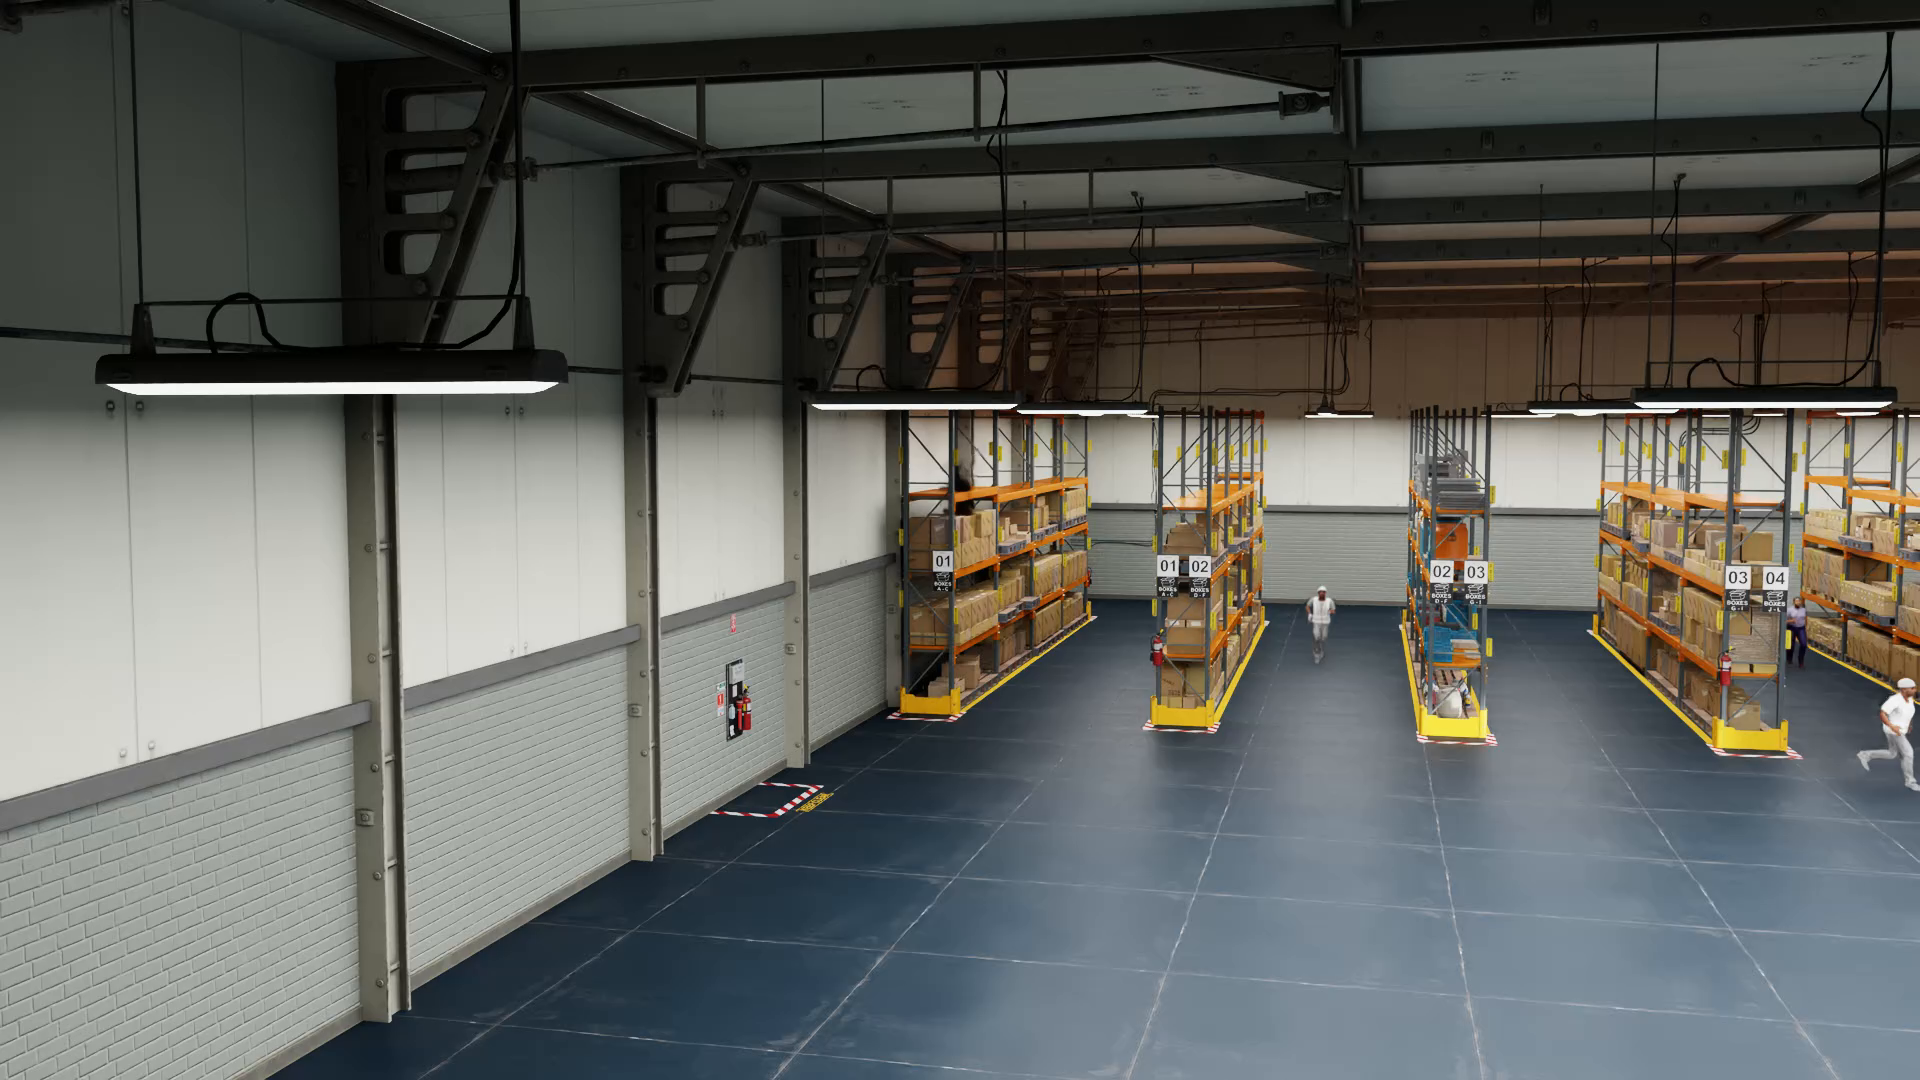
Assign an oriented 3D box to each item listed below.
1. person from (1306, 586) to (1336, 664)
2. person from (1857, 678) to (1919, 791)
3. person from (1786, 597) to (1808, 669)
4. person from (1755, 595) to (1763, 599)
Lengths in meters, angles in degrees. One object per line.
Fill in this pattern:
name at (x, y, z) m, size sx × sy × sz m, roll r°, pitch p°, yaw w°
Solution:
person at (8.570, 2.011, 39.431) m, size 0.657 × 1.846 × 0.772 m, roll 0°, pitch 4°, yaw 5°
person at (14.587, 3.011, 26.028) m, size 0.701 × 1.752 × 1.000 m, roll -4°, pitch 6°, yaw -44°
person at (19.383, 2.152, 38.533) m, size 0.554 × 1.687 × 0.739 m, roll 1°, pitch 4°, yaw 16°
person at (20.283, 1.842, 42.247) m, size 0.758 × 1.705 × 0.575 m, roll 1°, pitch 4°, yaw 12°
